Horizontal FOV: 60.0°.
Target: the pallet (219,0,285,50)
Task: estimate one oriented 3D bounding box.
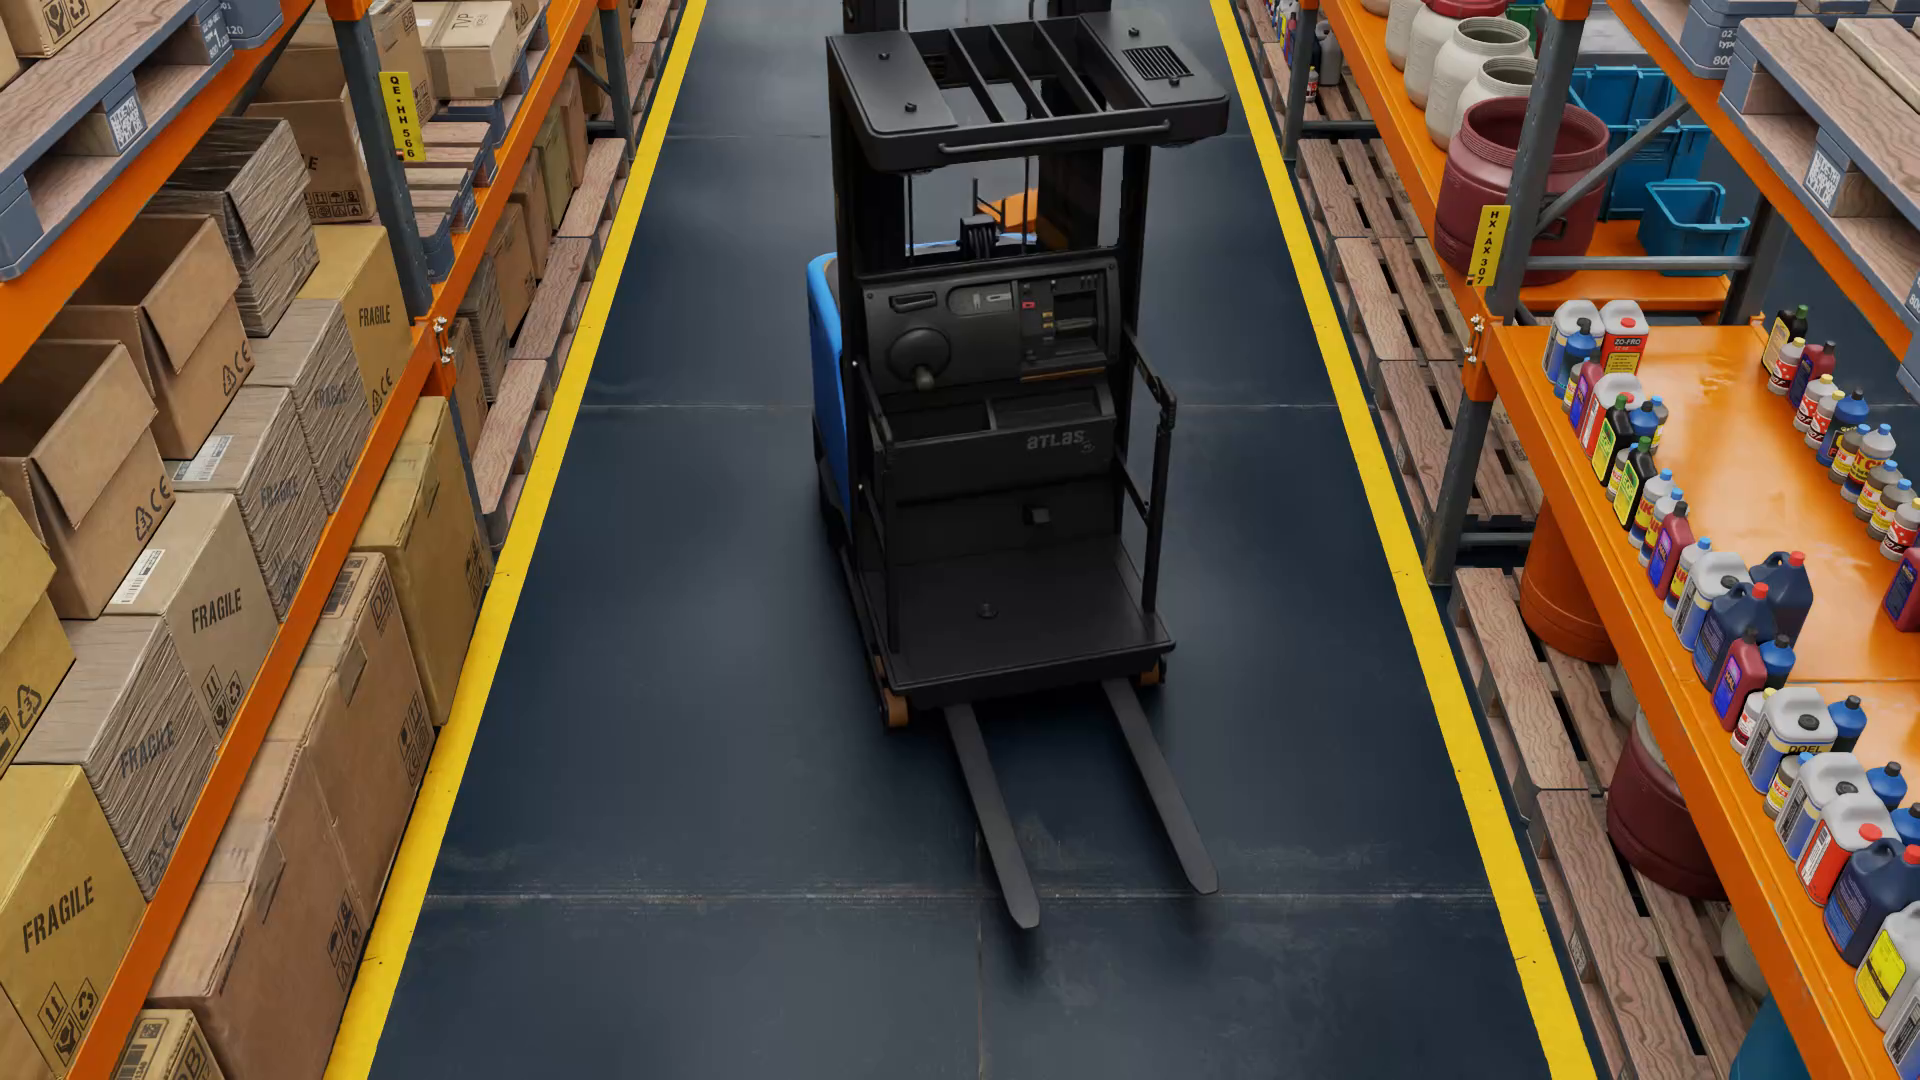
[{"bbox_3d":[-2.426,-1.701,4.726,1.213,0.211,1.003,2,39,2],"label":"pallet"}]

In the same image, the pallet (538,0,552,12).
[{"bbox_3d":[-2.629,-2.955,8.692,1.003,0.211,1.213,0,39,0],"label":"pallet"}]

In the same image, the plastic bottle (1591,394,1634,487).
[{"bbox_3d":[2.105,-0.321,5.345,0.061,0.283,0.133,0,39,0],"label":"plastic bottle"}]

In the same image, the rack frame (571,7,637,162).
[{"bbox_3d":[-2.485,-3.508,9.229,1.000,3.000,0.127,0,39,0],"label":"rack frame"}]

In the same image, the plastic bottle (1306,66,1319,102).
[{"bbox_3d":[2.156,-2.818,10.254,0.097,0.201,0.097,0,39,0],"label":"plastic bottle"}]

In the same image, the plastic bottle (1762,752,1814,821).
[{"bbox_3d":[2.125,0.622,4.234,0.097,0.201,0.097,0,39,0],"label":"plastic bottle"}]

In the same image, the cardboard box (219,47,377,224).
[{"bbox_3d":[-2.521,-1.547,6.366,0.500,0.500,0.500,-5,39,-6],"label":"cardboard box"}]

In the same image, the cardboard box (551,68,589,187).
[{"bbox_3d":[-2.506,-2.320,9.394,0.700,0.500,0.500,-3,39,-4],"label":"cardboard box"}]

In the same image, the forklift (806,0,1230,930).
[{"bbox_3d":[0.173,-0.690,5.767,1.130,2.935,3.031,-8,39,-10],"label":"forklift"}]

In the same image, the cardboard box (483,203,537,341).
[{"bbox_3d":[-2.522,-1.323,8.150,0.700,0.500,0.500,3,39,4],"label":"cardboard box"}]

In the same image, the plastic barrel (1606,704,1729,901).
[{"bbox_3d":[2.492,0.779,5.472,0.600,0.588,0.708,0,39,0],"label":"plastic barrel"}]

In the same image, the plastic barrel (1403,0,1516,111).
[{"bbox_3d":[2.251,-2.237,7.534,0.433,0.535,0.433,0,39,0],"label":"plastic barrel"}]

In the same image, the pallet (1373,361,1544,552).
[{"bbox_3d":[2.511,-0.407,7.589,1.003,0.211,1.213,0,39,0],"label":"pallet"}]

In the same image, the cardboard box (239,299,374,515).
[{"bbox_3d":[-2.237,-0.425,5.302,0.500,0.500,0.500,0,39,0],"label":"cardboard box"}]

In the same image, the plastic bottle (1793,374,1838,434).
[{"bbox_3d":[2.882,-0.464,5.589,0.097,0.201,0.097,0,39,0],"label":"plastic bottle"}]

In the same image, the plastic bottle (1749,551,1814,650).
[{"bbox_3d":[2.300,0.163,4.688,0.144,0.351,0.185,0,39,0],"label":"plastic bottle"}]

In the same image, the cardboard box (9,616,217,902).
[{"bbox_3d":[-2.228,0.541,4.097,0.500,0.500,0.500,-1,39,-1],"label":"cardboard box"}]

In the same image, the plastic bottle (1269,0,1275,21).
[{"bbox_3d":[2.155,-3.620,11.254,0.097,0.201,0.097,0,39,0],"label":"plastic bottle"}]

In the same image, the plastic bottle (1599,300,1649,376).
[{"bbox_3d":[2.302,-0.691,5.813,0.152,0.276,0.135,0,39,0],"label":"plastic bottle"}]

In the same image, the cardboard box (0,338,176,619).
[{"bbox_3d":[-2.490,-0.153,4.160,0.797,0.503,0.637,1,39,1],"label":"cardboard box"}]

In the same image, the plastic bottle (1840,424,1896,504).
[{"bbox_3d":[2.882,-0.247,5.263,0.097,0.271,0.097,0,39,0],"label":"plastic bottle"}]

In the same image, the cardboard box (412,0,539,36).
[{"bbox_3d":[-2.390,-2.628,7.713,0.797,0.503,0.637,4,39,5],"label":"cardboard box"}]

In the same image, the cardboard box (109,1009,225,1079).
[{"bbox_3d":[-2.496,1.760,4.019,1.225,0.875,0.875,0,39,0],"label":"cardboard box"}]

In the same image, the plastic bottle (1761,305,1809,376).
[{"bbox_3d":[2.900,-0.712,5.833,0.061,0.283,0.133,0,39,0],"label":"plastic bottle"}]

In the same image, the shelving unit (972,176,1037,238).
[{"bbox_3d":[0.330,-1.154,7.729,0.503,1.200,0.258,-22,44,-25],"label":"shelving unit"}]

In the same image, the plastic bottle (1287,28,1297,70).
[{"bbox_3d":[2.179,-3.172,10.576,0.144,0.351,0.185,-2,39,-2],"label":"plastic bottle"}]

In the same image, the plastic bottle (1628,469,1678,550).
[{"bbox_3d":[2.124,-0.100,5.079,0.097,0.271,0.097,0,39,0],"label":"plastic bottle"}]

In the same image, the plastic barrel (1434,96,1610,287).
[{"bbox_3d":[2.169,-1.353,6.431,0.600,0.536,0.708,0,39,0],"label":"plastic barrel"}]

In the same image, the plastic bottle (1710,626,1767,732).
[{"bbox_3d":[2.106,0.373,4.479,0.061,0.283,0.133,0,39,0],"label":"plastic bottle"}]

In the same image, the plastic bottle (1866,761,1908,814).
[{"bbox_3d":[2.277,0.655,4.136,0.097,0.271,0.097,0,39,0],"label":"plastic bottle"}]

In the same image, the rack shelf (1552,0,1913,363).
[{"bbox_3d":[2.475,-0.649,3.838,1.077,0.370,4.000,0,39,0],"label":"rack shelf"}]

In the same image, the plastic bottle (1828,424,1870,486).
[{"bbox_3d":[2.882,-0.281,5.361,0.097,0.201,0.097,0,39,0],"label":"plastic bottle"}]

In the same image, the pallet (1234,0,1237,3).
[{"bbox_3d":[2.506,-4.369,12.533,1.003,0.211,1.213,0,39,0],"label":"pallet"}]

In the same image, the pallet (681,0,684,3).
[{"bbox_3d":[-2.524,-4.366,12.529,1.003,0.211,1.213,0,39,0],"label":"pallet"}]

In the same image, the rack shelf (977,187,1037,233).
[{"bbox_3d":[0.329,-1.460,7.483,0.480,0.148,0.258,-22,44,-25],"label":"rack shelf"}]

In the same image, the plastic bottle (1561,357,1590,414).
[{"bbox_3d":[2.123,-0.528,5.670,0.097,0.201,0.097,0,39,0],"label":"plastic bottle"}]

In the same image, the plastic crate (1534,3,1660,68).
[{"bbox_3d":[2.777,-2.046,7.353,0.402,0.464,0.583,0,39,0],"label":"plastic crate"}]

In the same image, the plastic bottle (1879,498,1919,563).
[{"bbox_3d":[2.883,-0.037,5.057,0.097,0.201,0.097,0,39,0],"label":"plastic bottle"}]

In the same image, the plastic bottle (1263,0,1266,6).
[{"bbox_3d":[2.136,-3.849,11.475,0.061,0.283,0.133,1,39,1],"label":"plastic bottle"}]

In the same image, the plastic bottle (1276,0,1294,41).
[{"bbox_3d":[2.182,-3.447,10.978,0.152,0.276,0.135,1,39,1],"label":"plastic bottle"}]

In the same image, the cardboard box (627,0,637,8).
[{"bbox_3d":[-2.489,-4.042,11.558,0.500,0.500,0.500,3,39,4],"label":"cardboard box"}]

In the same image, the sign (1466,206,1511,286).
[{"bbox_3d":[1.923,-1.069,6.055,0.100,0.325,0.005,0,39,0],"label":"sign"}]

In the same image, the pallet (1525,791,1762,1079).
[{"bbox_3d":[2.514,1.332,5.419,1.003,0.211,1.213,0,39,0],"label":"pallet"}]

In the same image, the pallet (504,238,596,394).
[{"bbox_3d":[-2.478,-1.168,8.539,1.003,0.211,1.213,0,39,0],"label":"pallet"}]

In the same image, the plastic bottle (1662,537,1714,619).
[{"bbox_3d":[2.124,0.106,4.822,0.097,0.271,0.097,0,39,0],"label":"plastic bottle"}]

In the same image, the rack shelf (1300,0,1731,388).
[{"bbox_3d":[2.470,-1.980,7.898,1.077,0.370,4.000,0,39,0],"label":"rack shelf"}]

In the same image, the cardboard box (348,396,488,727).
[{"bbox_3d":[-2.500,0.090,6.102,1.225,0.875,0.875,-2,39,-2],"label":"cardboard box"}]

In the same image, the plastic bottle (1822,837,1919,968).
[{"bbox_3d":[2.149,0.820,3.867,0.144,0.351,0.185,0,39,0],"label":"plastic bottle"}]

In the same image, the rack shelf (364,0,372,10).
[{"bbox_3d":[-2.482,-3.147,6.955,1.077,0.370,4.000,0,39,0],"label":"rack shelf"}]

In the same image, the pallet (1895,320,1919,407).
[{"bbox_3d":[2.379,-0.096,2.723,1.213,0.211,1.003,0,39,0],"label":"pallet"}]
